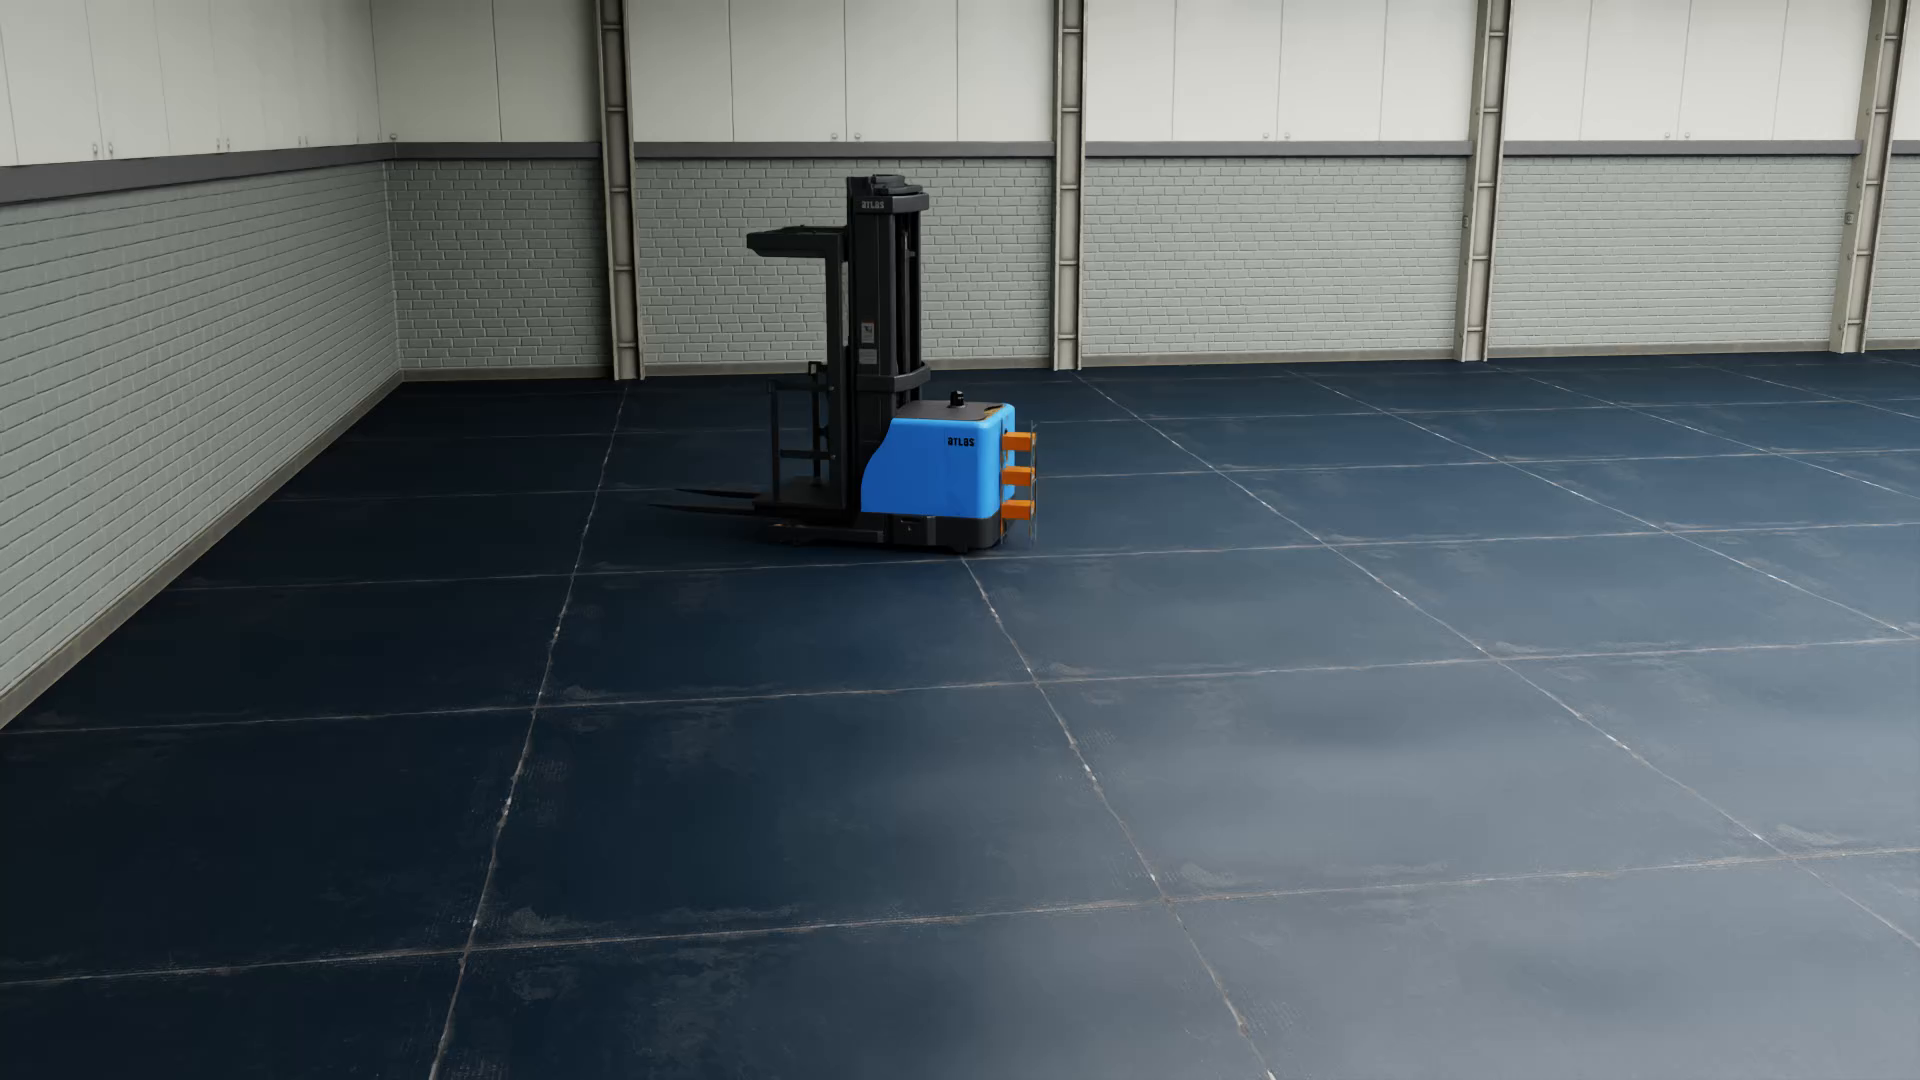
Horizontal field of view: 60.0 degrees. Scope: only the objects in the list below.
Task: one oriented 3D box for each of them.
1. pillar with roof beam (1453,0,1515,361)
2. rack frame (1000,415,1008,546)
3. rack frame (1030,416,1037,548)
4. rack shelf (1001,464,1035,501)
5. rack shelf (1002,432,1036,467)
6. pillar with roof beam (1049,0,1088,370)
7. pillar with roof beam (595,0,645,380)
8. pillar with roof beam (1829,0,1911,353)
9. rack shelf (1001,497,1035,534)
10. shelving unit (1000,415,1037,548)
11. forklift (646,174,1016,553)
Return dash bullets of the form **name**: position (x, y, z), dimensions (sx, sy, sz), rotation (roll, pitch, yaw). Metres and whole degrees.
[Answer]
- **pillar with roof beam**: position (8.049, -5.950, 18.947), dimensions (0.400, 9.000, 9.100), rotation (-2, 14, -8)
- **rack frame**: position (0.357, -0.480, 13.478), dimensions (0.008, 1.050, 0.200), rotation (4, 15, 14)
- **rack frame**: position (0.593, -0.465, 13.419), dimensions (0.008, 1.050, 0.200), rotation (4, 15, 14)
- **rack shelf**: position (0.475, -0.462, 13.451), dimensions (0.240, 0.259, 0.215), rotation (4, 15, 14)
- **rack shelf**: position (0.475, -0.738, 13.382), dimensions (0.240, 0.259, 0.215), rotation (4, 15, 14)
- **pillar with roof beam**: position (2.116, -5.732, 18.080), dimensions (0.400, 9.000, 9.100), rotation (-2, 14, -8)
- **pillar with roof beam**: position (-3.817, -5.515, 17.213), dimensions (0.400, 9.000, 9.100), rotation (-2, 14, -8)
- **pillar with roof beam**: position (13.982, -6.167, 19.814), dimensions (0.400, 9.000, 9.100), rotation (-2, 14, -8)
- **rack shelf**: position (0.475, -0.193, 13.519), dimensions (0.240, 0.259, 0.215), rotation (4, 15, 14)
- **shelving unit**: position (0.475, -0.473, 13.449), dimensions (0.252, 1.050, 0.215), rotation (4, 15, 14)
- **forklift**: position (-1.106, -1.496, 13.662), dimensions (3.031, 2.935, 1.130), rotation (4, 15, 14)
